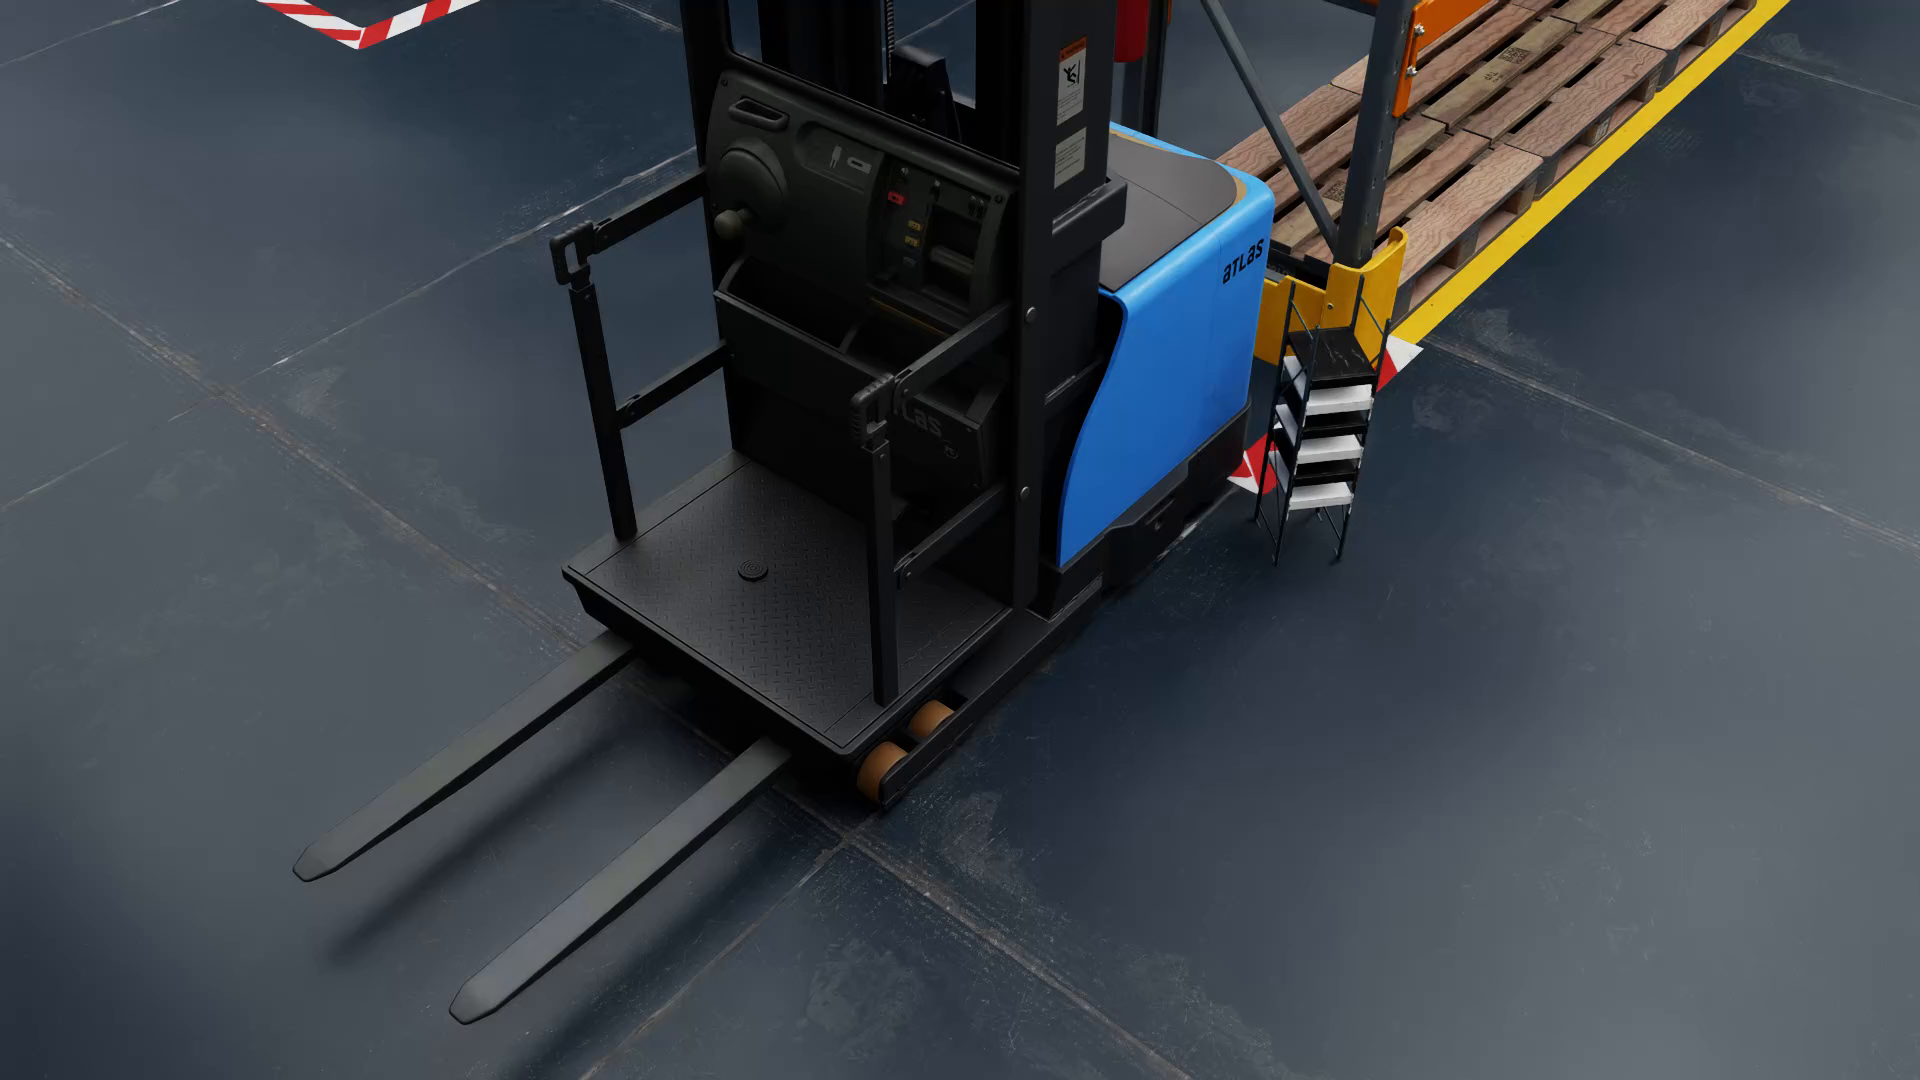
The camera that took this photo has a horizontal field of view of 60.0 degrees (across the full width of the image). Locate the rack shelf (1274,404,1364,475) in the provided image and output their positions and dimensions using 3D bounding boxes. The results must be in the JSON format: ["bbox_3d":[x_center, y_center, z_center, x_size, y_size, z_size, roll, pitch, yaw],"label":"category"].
[{"bbox_3d":[1.065,-0.312,4.974,0.200,0.077,0.258,-6,43,-7],"label":"rack shelf"}]

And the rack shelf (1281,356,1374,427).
[{"bbox_3d":[1.065,-0.446,4.853,0.200,0.077,0.258,-6,43,-7],"label":"rack shelf"}]

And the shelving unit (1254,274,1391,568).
[{"bbox_3d":[1.065,-0.337,4.952,0.210,0.900,0.258,-6,43,-7],"label":"shelving unit"}]

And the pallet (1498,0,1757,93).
[{"bbox_3d":[3.126,-2.598,7.951,1.003,0.211,1.213,29,50,28],"label":"pallet"}]

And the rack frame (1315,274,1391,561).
[{"bbox_3d":[1.165,-0.348,4.963,0.006,0.900,0.240,-6,43,-7],"label":"rack frame"}]

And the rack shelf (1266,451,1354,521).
[{"bbox_3d":[1.065,-0.179,5.095,0.200,0.077,0.258,-6,43,-7],"label":"rack shelf"}]

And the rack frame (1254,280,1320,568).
[{"bbox_3d":[0.964,-0.326,4.940,0.006,0.900,0.240,-6,43,-7],"label":"rack frame"}]

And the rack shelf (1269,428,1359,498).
[{"bbox_3d":[1.065,-0.246,5.035,0.200,0.077,0.258,-6,43,-7],"label":"rack shelf"}]

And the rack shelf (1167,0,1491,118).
[{"bbox_3d":[2.282,-2.730,6.557,1.077,0.370,4.000,29,50,28],"label":"rack shelf"}]

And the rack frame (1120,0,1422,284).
[{"bbox_3d":[0.995,-1.966,5.182,1.000,3.000,0.127,29,50,28],"label":"rack frame"}]

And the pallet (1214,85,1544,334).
[{"bbox_3d":[1.555,-1.342,6.569,1.003,0.211,1.213,29,50,28],"label":"pallet"}]

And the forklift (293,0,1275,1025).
[{"bbox_3d":[-0.401,-0.760,3.907,1.130,2.935,3.031,29,50,28],"label":"forklift"}]

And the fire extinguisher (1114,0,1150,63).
[{"bbox_3d":[0.550,-1.918,5.465,0.296,0.674,0.183,29,50,28],"label":"fire extinguisher"}]

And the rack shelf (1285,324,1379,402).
[{"bbox_3d":[1.065,-0.512,4.793,0.200,0.077,0.258,-6,43,-7],"label":"rack shelf"}]

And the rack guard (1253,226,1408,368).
[{"bbox_3d":[0.990,-1.023,6.004,1.175,0.500,0.348,29,50,28],"label":"rack guard"}]

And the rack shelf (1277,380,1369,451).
[{"bbox_3d":[1.065,-0.379,4.914,0.200,0.077,0.258,-6,43,-7],"label":"rack shelf"}]

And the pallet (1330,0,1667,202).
[{"bbox_3d":[2.341,-1.967,7.257,1.003,0.211,1.213,29,50,28],"label":"pallet"}]
